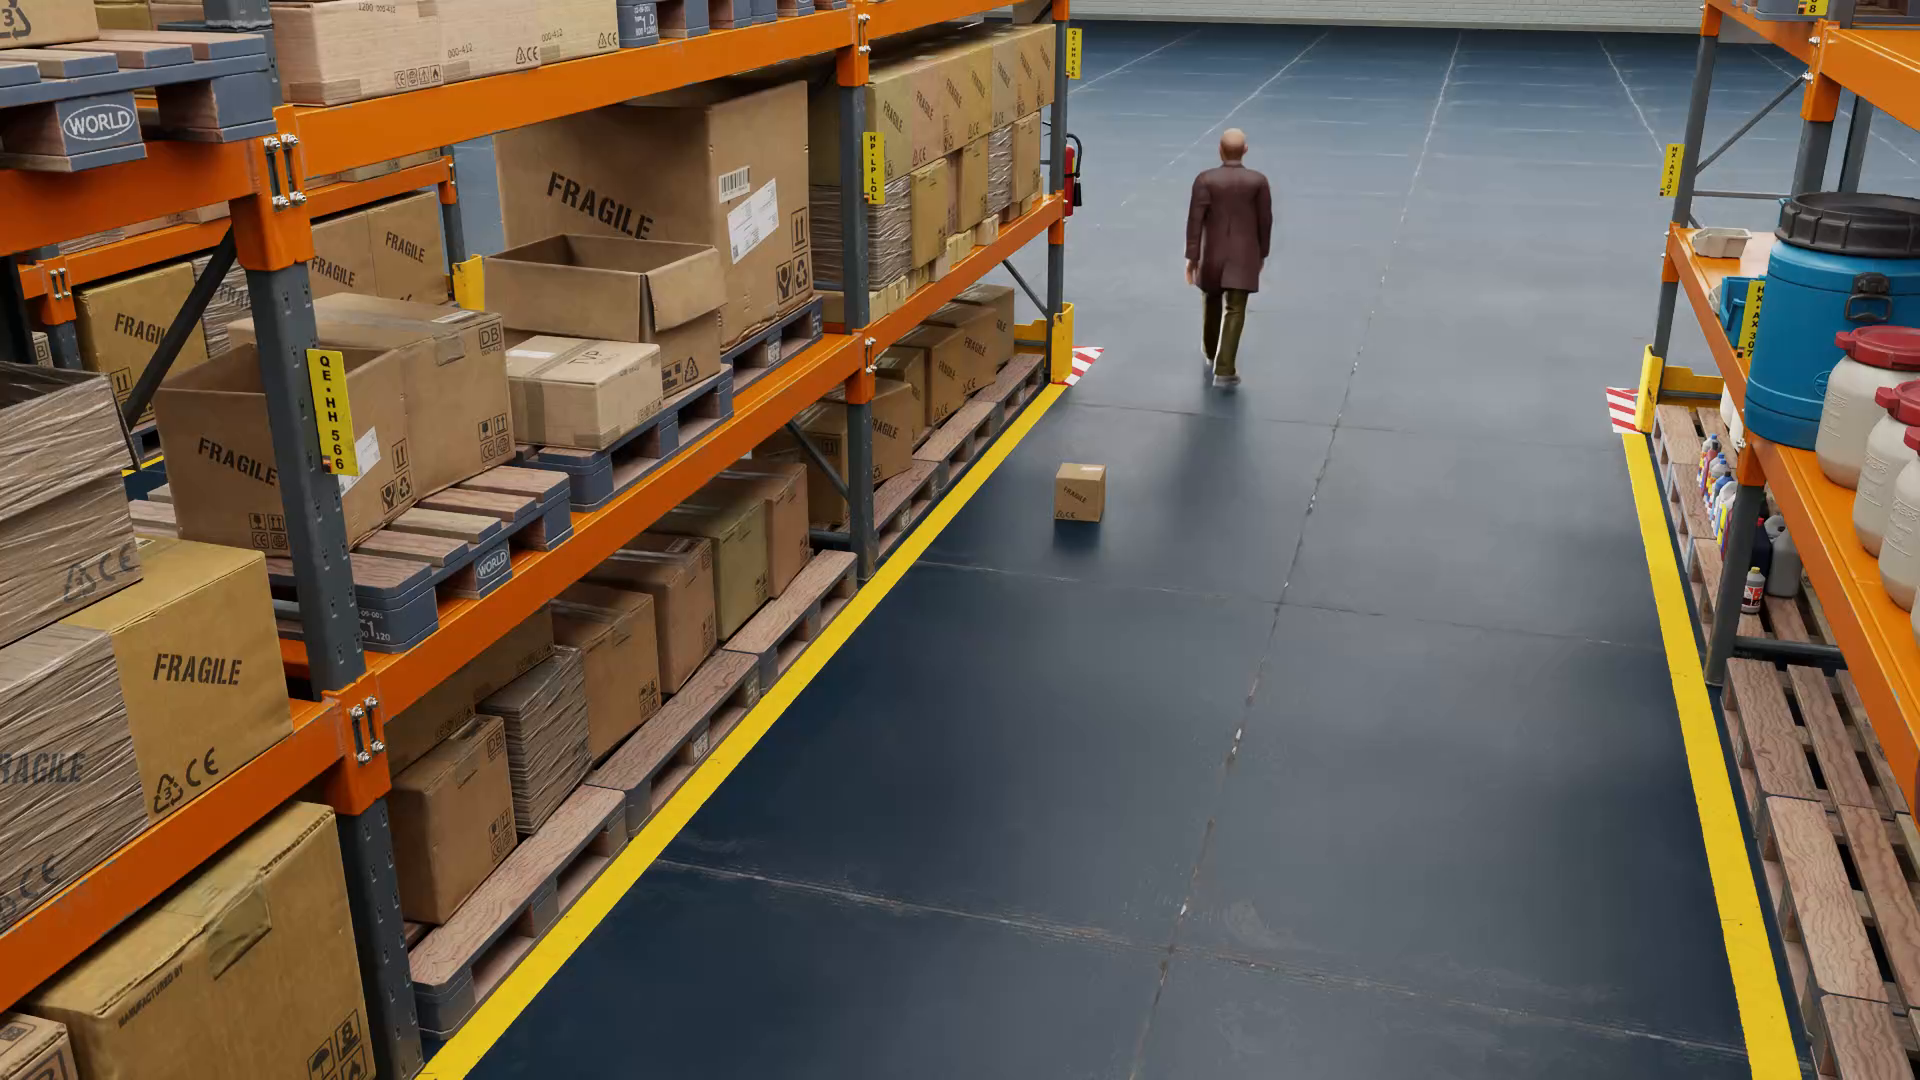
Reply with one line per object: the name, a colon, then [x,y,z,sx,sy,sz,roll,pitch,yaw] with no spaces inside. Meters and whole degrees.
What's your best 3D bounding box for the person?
person: [1.885,-2.009,11.651,0.584,1.737,1.014,5,22,13]
